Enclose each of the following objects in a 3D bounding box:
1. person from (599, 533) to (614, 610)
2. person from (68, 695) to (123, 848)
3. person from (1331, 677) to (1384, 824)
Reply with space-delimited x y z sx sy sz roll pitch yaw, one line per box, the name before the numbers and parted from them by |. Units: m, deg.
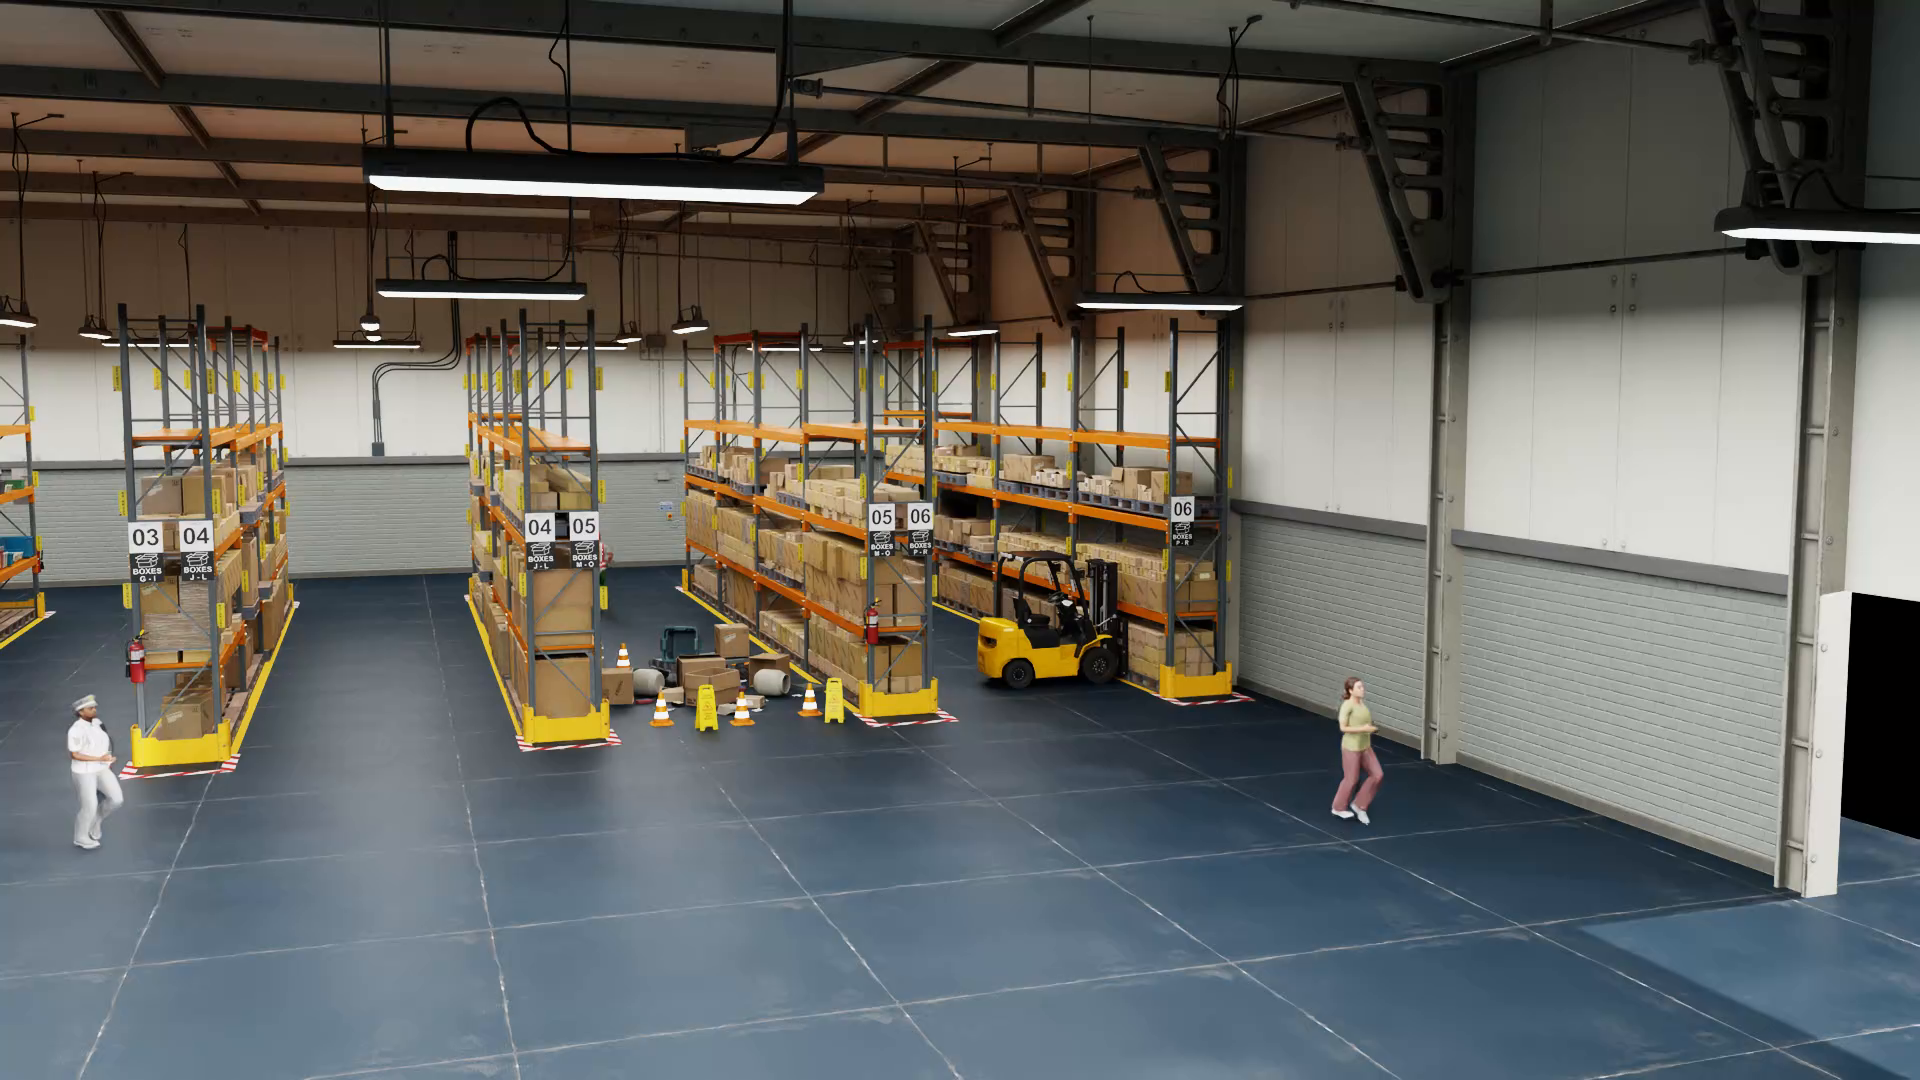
person | -8.001 0.643 36.623 0.633 1.741 0.620 -3 6 -28
person | -9.283 2.478 17.870 0.587 1.662 0.558 1 6 14
person | 4.507 2.392 18.856 0.560 1.689 0.633 -4 7 -39
